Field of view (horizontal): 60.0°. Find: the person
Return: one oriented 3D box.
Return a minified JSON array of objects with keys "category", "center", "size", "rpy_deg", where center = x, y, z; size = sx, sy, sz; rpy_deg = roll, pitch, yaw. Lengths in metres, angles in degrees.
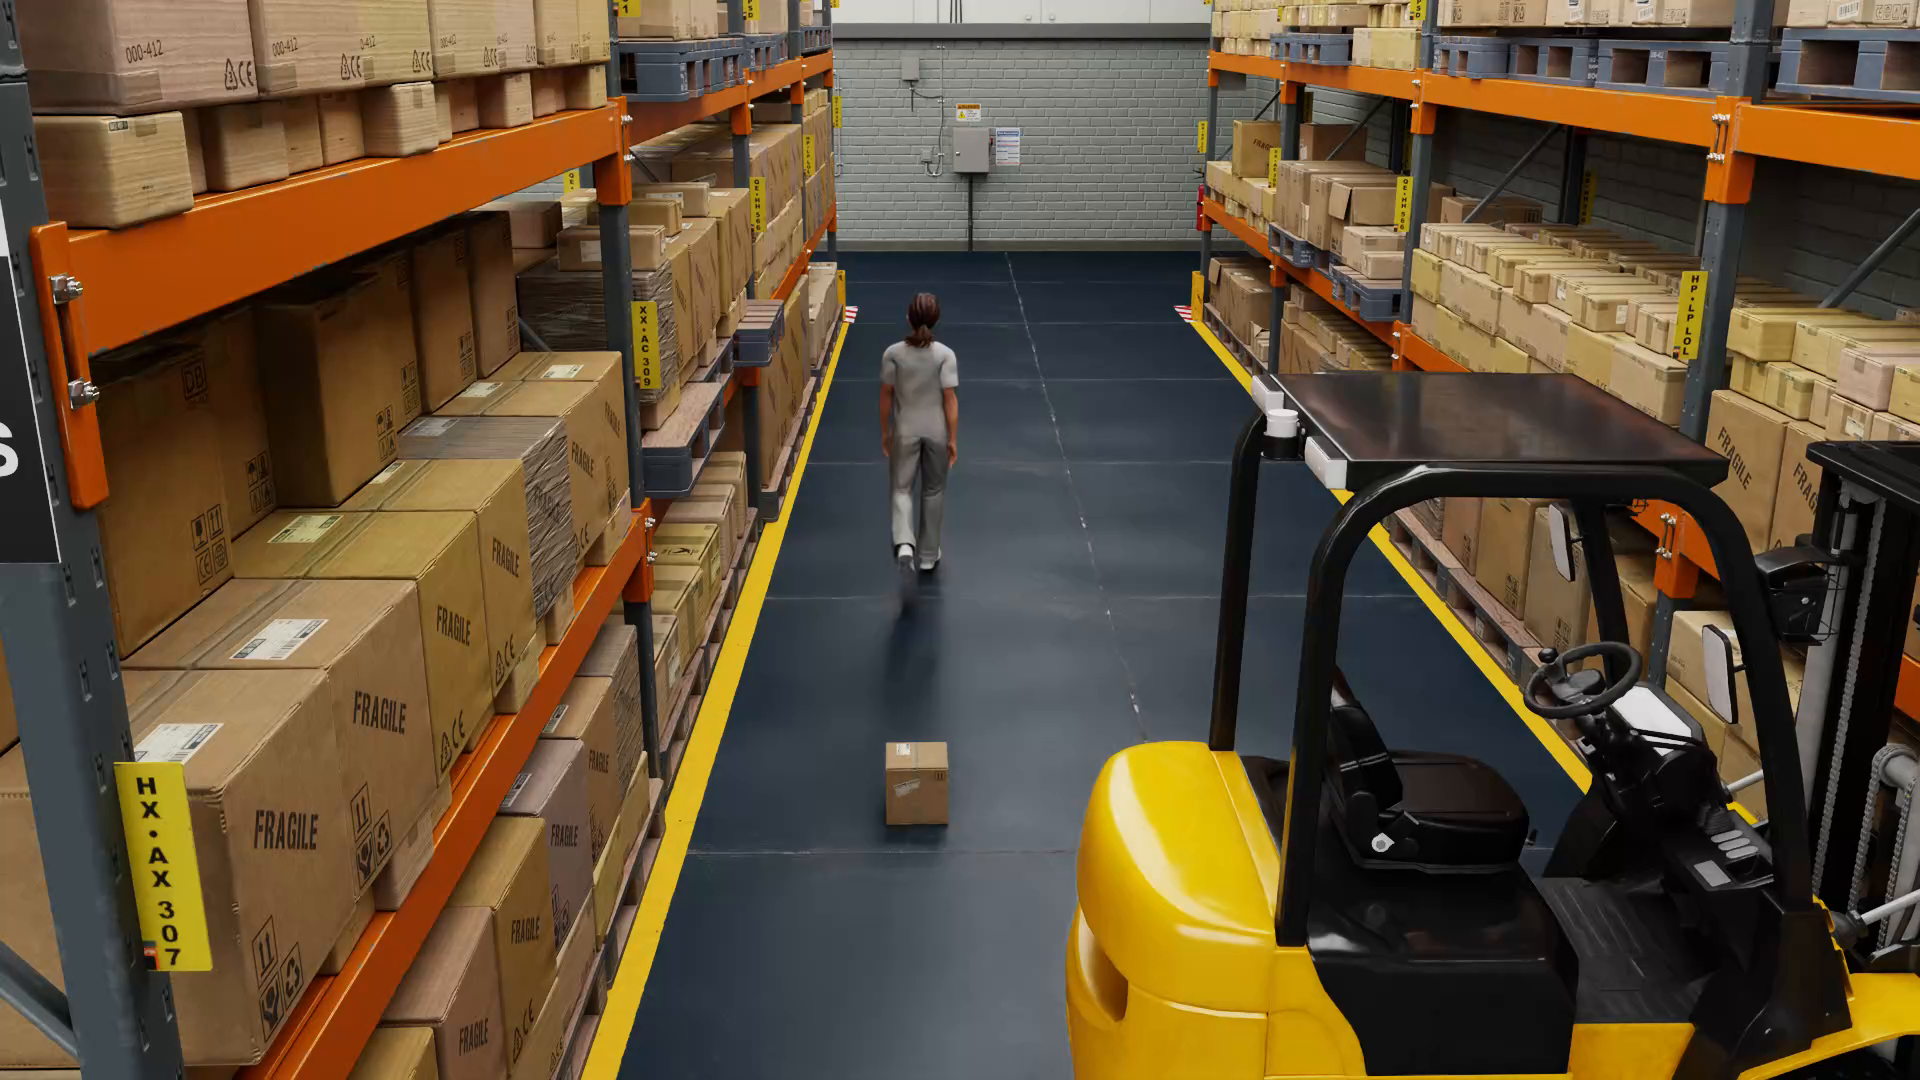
[{"category":"person","center":[-0.233,-0.573,9.379],"size":[0.451,1.638,0.839],"rpy_deg":[0,17,2]}]
